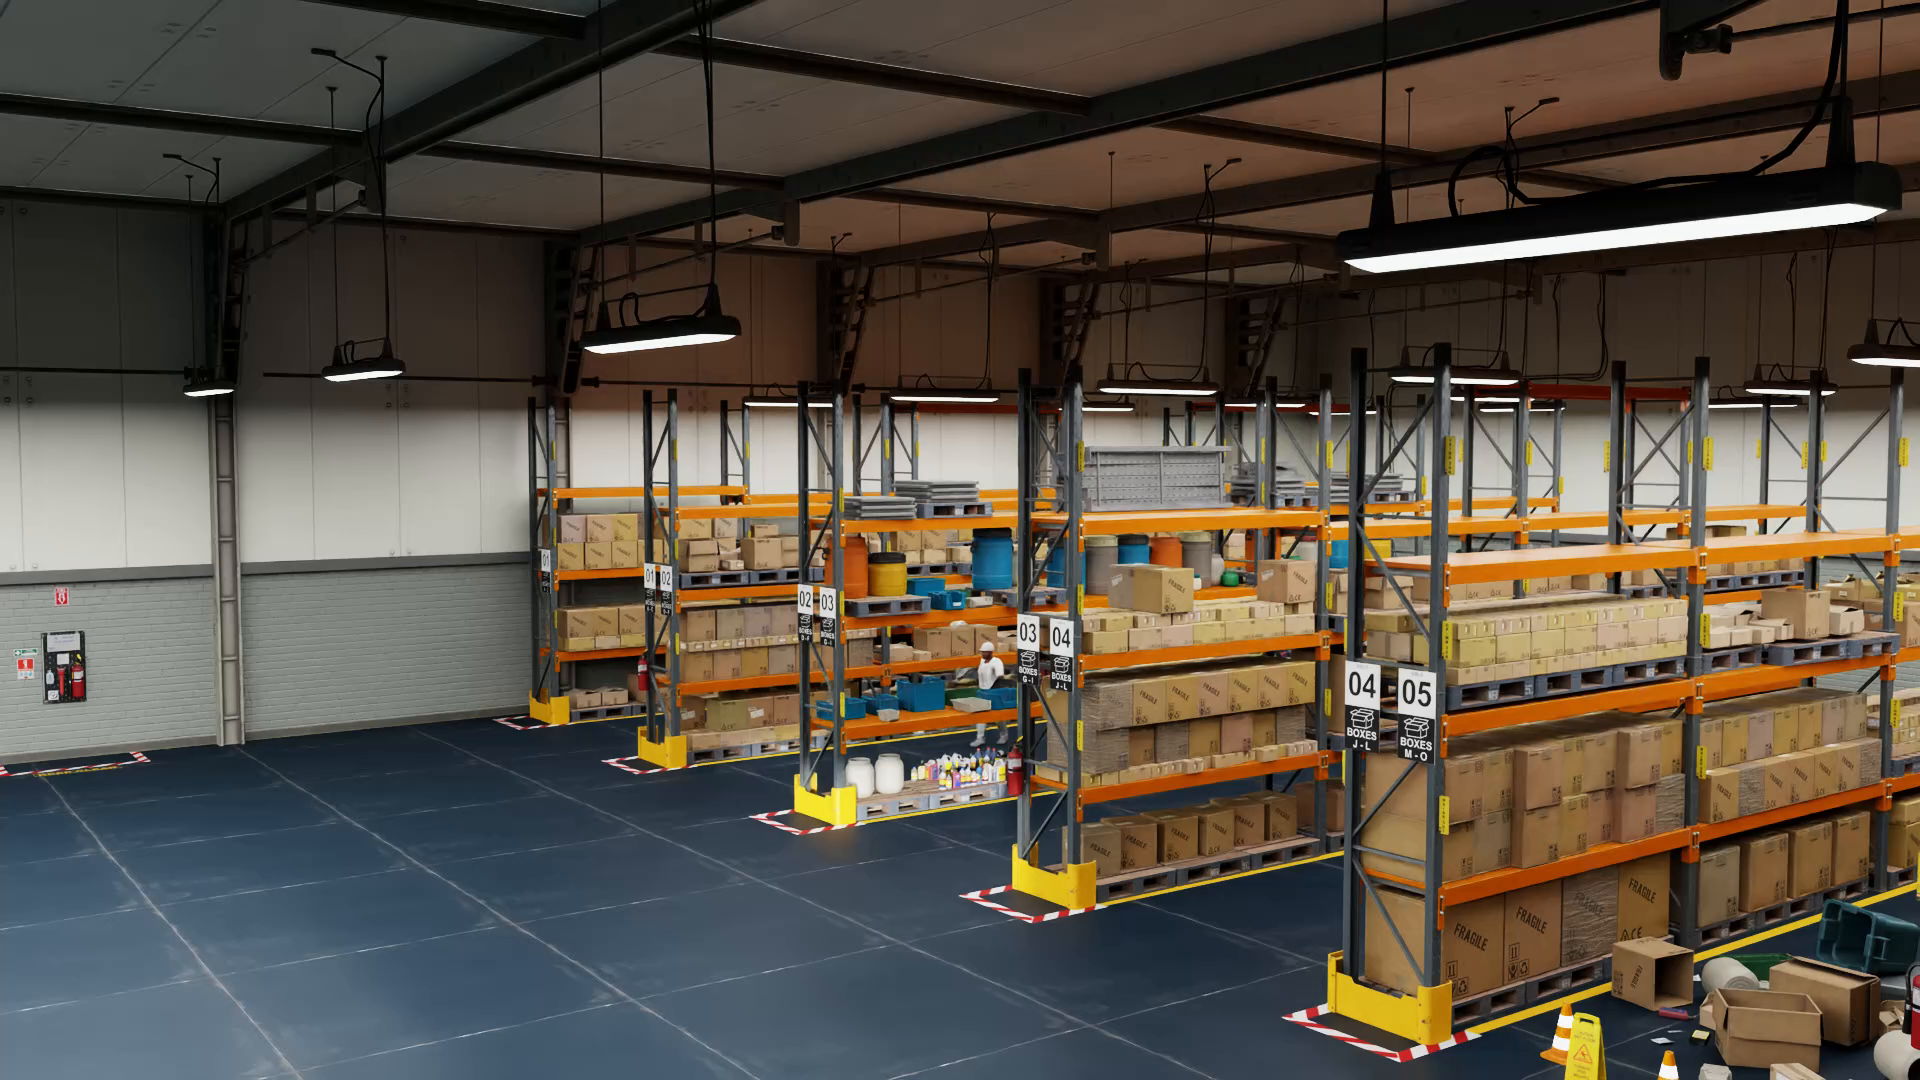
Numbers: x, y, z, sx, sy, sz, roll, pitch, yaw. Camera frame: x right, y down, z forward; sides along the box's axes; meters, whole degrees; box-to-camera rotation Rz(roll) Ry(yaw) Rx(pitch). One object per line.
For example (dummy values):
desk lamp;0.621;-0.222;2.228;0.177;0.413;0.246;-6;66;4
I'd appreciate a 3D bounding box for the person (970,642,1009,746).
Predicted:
person;0.502;2.612;28.334;0.722;1.762;0.714;-3;4;-38

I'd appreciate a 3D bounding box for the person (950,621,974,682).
person;-0.013;2.260;34.147;0.470;1.786;0.594;-2;4;-25

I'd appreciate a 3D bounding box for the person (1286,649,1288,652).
person;6.681;2.360;32.827;0.979;1.725;0.544;-3;4;-39
